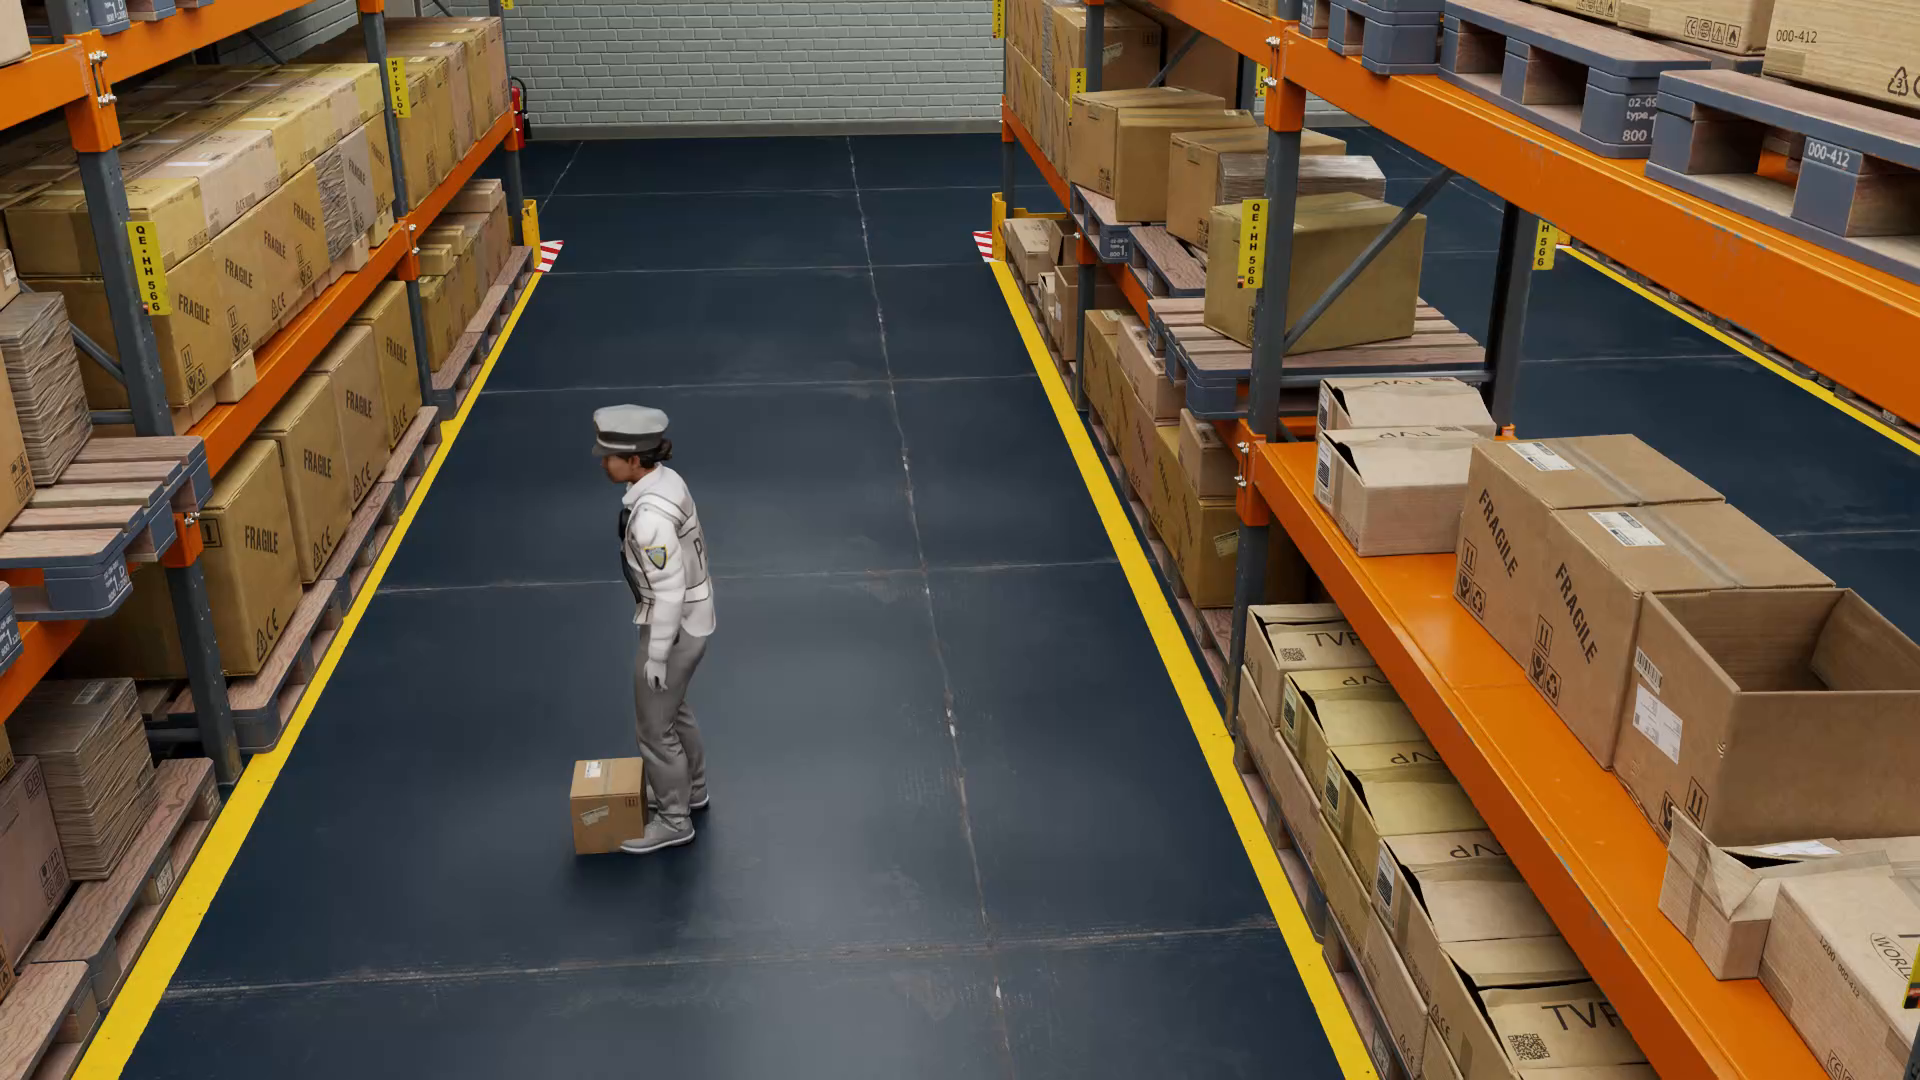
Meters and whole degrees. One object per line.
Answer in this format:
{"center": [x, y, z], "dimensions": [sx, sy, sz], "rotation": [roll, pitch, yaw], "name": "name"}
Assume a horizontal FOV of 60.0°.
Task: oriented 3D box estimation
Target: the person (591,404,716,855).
{"center": [-1.068, 0.321, 5.871], "dimensions": [0.413, 1.662, 0.524], "rotation": [-3, 24, -7], "name": "person"}
